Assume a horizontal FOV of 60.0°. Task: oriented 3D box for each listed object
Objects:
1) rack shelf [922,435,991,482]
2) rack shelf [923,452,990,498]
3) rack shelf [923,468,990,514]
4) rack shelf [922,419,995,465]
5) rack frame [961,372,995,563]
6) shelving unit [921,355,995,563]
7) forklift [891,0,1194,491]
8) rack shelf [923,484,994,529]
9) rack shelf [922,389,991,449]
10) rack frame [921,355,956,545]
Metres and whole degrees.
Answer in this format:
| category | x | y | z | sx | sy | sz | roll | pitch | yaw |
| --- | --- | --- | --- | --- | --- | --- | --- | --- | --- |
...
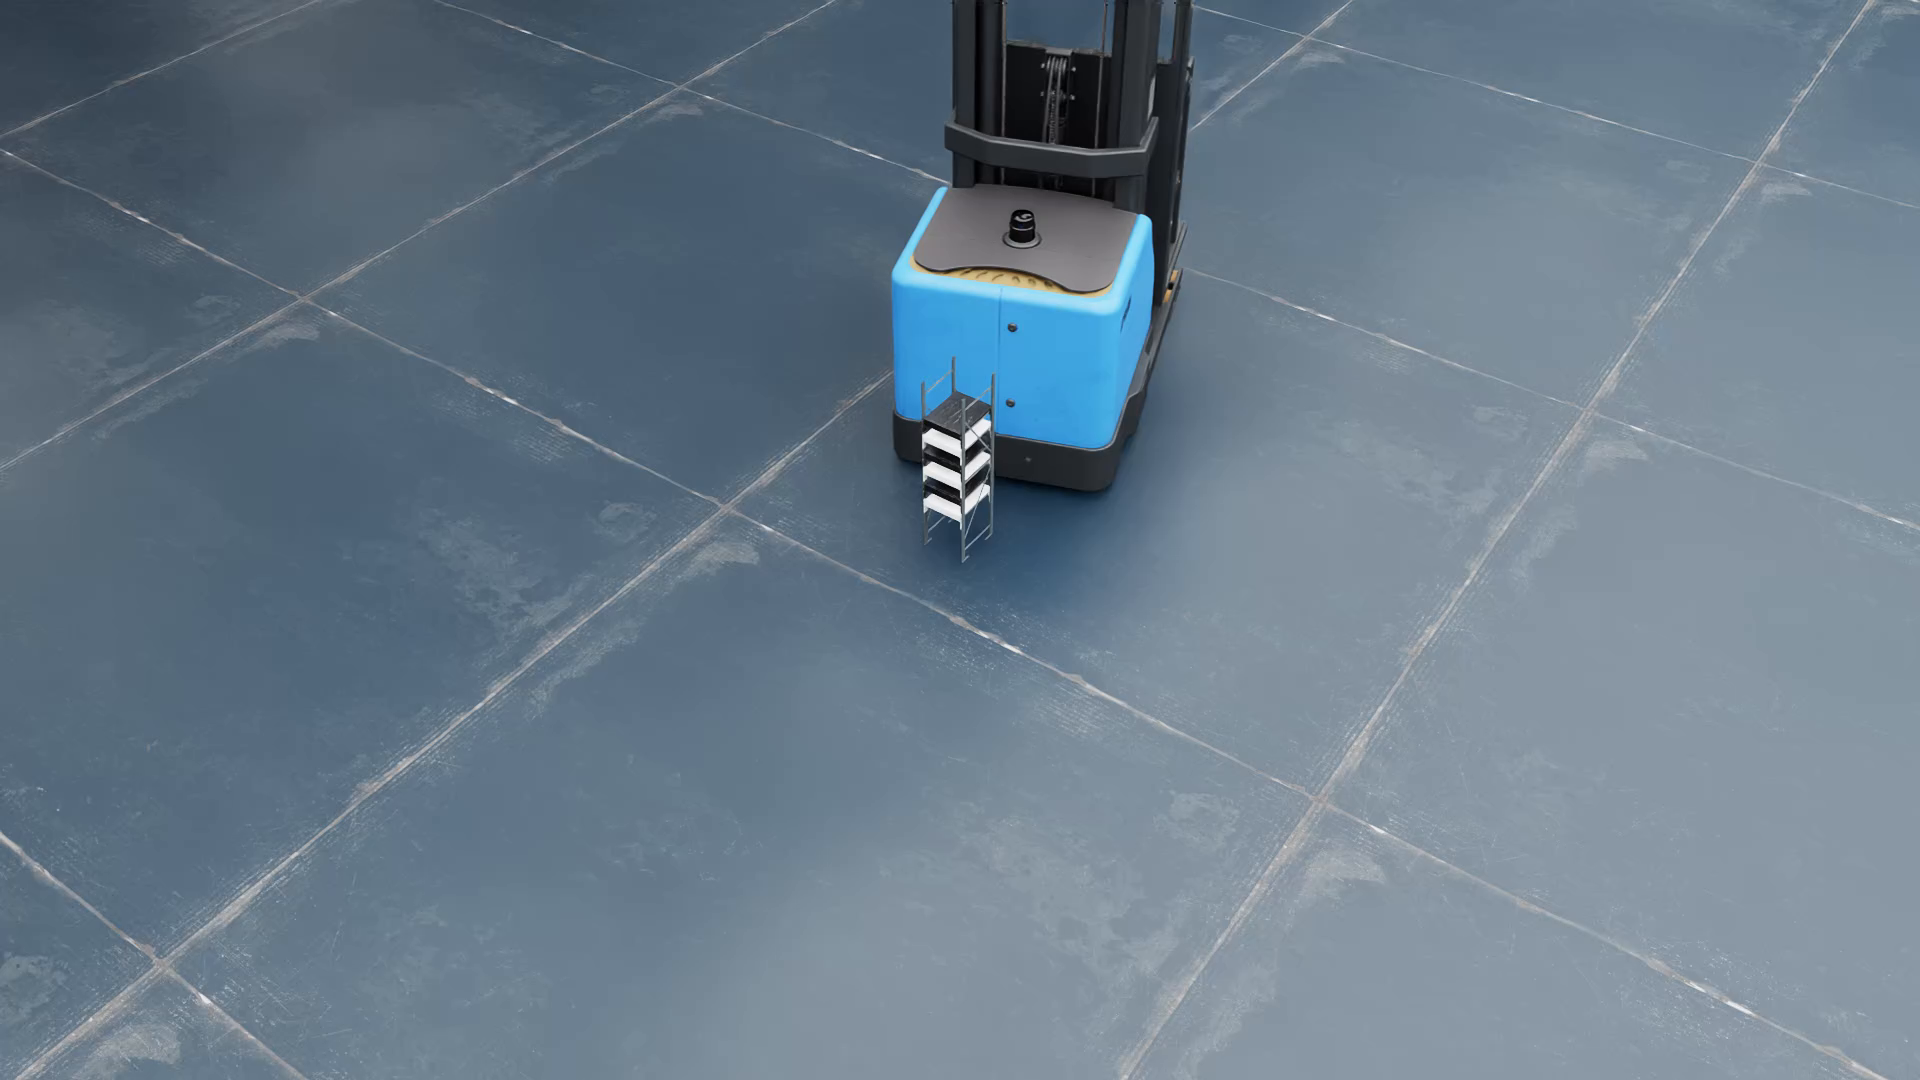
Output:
| category | x | y | z | sx | sy | sz | roll | pitch | yaw |
| --- | --- | --- | --- | --- | --- | --- | --- | --- | --- |
| rack shelf | -0.007 | -0.381 | 7.164 | 0.200 | 0.077 | 0.258 | 25 | 48 | 25 |
| rack shelf | -0.007 | -0.314 | 7.224 | 0.200 | 0.077 | 0.258 | 25 | 48 | 25 |
| rack shelf | -0.007 | -0.247 | 7.284 | 0.200 | 0.077 | 0.258 | 25 | 48 | 25 |
| rack shelf | -0.007 | -0.448 | 7.104 | 0.200 | 0.077 | 0.258 | 25 | 48 | 25 |
| rack frame | 0.077 | -0.300 | 7.158 | 0.006 | 0.900 | 0.240 | 25 | 48 | 25 |
| shelving unit | -0.007 | -0.338 | 7.202 | 0.210 | 0.900 | 0.258 | 25 | 48 | 25 |
| forklift | 0.567 | -2.311 | 7.883 | 1.130 | 2.935 | 3.031 | 10 | 43 | 11 |
| rack shelf | -0.007 | -0.179 | 7.344 | 0.200 | 0.077 | 0.258 | 25 | 48 | 25 |
| rack shelf | -0.007 | -0.515 | 7.044 | 0.200 | 0.077 | 0.258 | 25 | 48 | 25 |
| rack frame | -0.090 | -0.377 | 7.245 | 0.006 | 0.900 | 0.240 | 25 | 48 | 25 |
